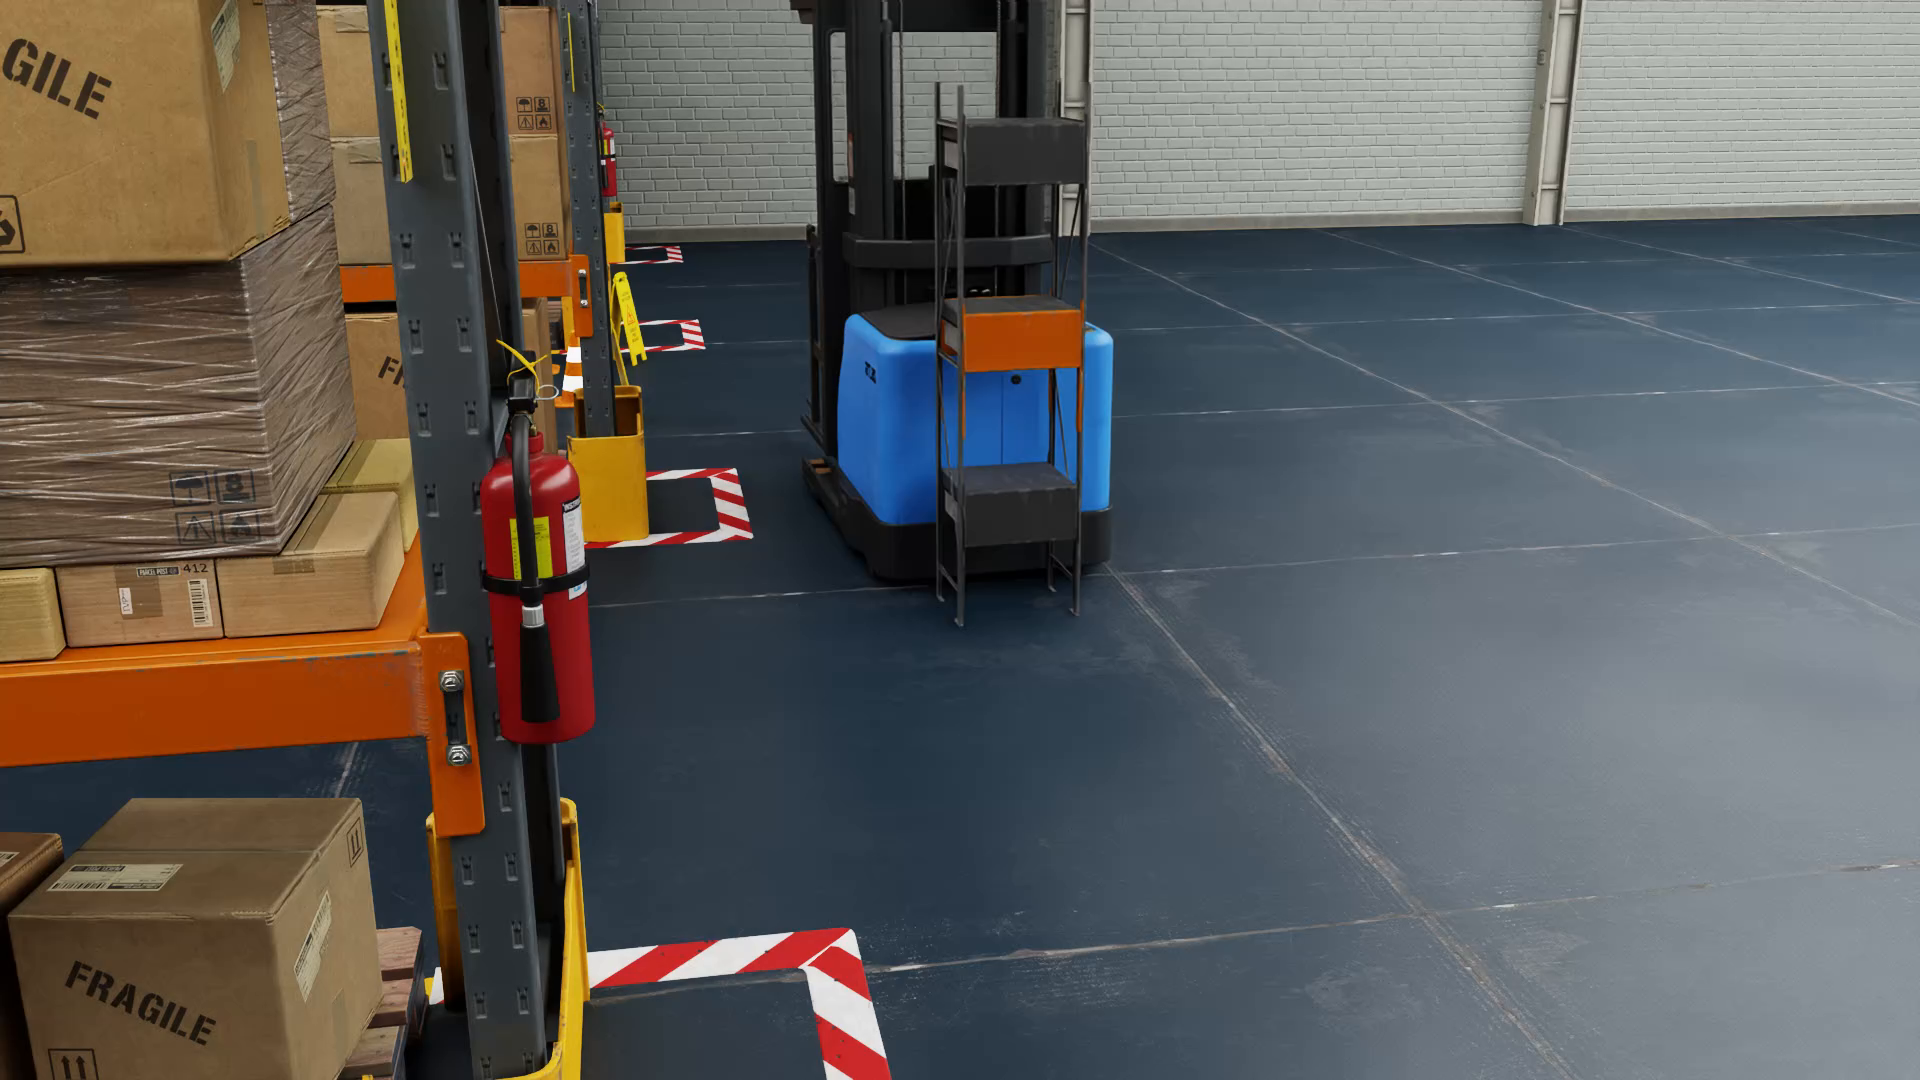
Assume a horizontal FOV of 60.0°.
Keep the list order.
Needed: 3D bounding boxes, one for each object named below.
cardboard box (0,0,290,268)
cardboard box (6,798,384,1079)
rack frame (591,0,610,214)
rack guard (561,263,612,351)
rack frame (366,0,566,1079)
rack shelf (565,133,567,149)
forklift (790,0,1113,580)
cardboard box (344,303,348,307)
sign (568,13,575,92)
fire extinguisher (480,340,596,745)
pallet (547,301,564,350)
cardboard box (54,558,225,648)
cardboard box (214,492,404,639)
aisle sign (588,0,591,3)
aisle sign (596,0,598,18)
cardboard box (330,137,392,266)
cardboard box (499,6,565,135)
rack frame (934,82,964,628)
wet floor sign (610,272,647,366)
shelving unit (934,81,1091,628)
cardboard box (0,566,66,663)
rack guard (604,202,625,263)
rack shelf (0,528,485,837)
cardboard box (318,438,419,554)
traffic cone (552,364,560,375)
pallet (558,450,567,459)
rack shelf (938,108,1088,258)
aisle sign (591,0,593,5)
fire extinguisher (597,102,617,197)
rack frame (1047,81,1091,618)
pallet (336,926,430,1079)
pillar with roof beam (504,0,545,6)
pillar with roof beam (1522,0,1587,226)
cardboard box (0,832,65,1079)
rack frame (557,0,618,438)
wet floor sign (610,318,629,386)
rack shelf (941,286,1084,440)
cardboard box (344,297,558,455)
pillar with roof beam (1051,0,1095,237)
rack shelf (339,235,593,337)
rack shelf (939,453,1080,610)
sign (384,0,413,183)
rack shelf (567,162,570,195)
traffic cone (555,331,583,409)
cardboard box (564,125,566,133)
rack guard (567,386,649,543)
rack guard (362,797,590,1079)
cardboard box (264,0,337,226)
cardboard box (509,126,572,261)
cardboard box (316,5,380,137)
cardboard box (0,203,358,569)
[{"bbox_3d":[-1.417,-0.724,2.679,0.500,0.500,0.500,-3,17,-10],"label":"cardboard box"},{"bbox_3d":[-1.540,0.867,3.424,0.500,0.500,0.500,0,17,0],"label":"cardboard box"},{"bbox_3d":[-3.749,-4.445,17.175,0.127,3.000,1.000,-3,17,-10],"label":"rack frame"},{"bbox_3d":[-2.878,-1.815,12.870,0.348,0.500,1.175,-3,17,-10],"label":"rack guard"},{"bbox_3d":[-0.924,-0.158,3.216,0.127,3.000,1.000,-3,17,-10],"label":"rack frame"},{"bbox_3d":[-5.713,-3.990,16.918,4.000,0.370,1.077,-3,17,-10],"label":"rack shelf"},{"bbox_3d":[-0.197,-1.627,8.115,1.130,2.935,3.031,-4,18,-14],"label":"forklift"},{"bbox_3d":[-3.282,-0.672,7.793,0.875,0.875,0.875,-4,17,-11],"label":"cardboard box"},{"bbox_3d":[-1.676,-2.103,7.173,0.005,0.325,0.100,-3,17,-10],"label":"sign"},{"bbox_3d":[-0.724,0.006,2.816,0.183,0.674,0.296,-3,17,-10],"label":"fire extinguisher"},{"bbox_3d":[-3.683,-1.642,12.799,1.213,0.211,1.003,-3,17,-10],"label":"pallet"},{"bbox_3d":[-1.410,0.052,2.963,0.250,0.149,0.380,-3,17,-10],"label":"cardboard box"},{"bbox_3d":[-1.165,0.038,3.007,0.250,0.149,0.380,-3,17,-10],"label":"cardboard box"},{"bbox_3d":[-1.639,-2.753,7.239,0.004,0.787,0.394,-3,17,-10],"label":"aisle sign"},{"bbox_3d":[-3.629,-5.607,16.530,0.004,0.787,0.394,-3,17,-10],"label":"aisle sign"},{"bbox_3d":[-2.657,-1.594,7.638,0.550,0.550,0.875,-3,17,-10],"label":"cardboard box"},{"bbox_3d":[-2.137,-2.171,7.678,0.550,0.550,0.875,-3,17,-10],"label":"cardboard box"},{"bbox_3d":[-0.043,-0.707,6.536,0.015,2.100,0.400,-4,18,-14],"label":"rack frame"},{"bbox_3d":[-2.414,-1.591,11.893,0.232,0.644,0.267,3,17,9],"label":"wet floor sign"},{"bbox_3d":[0.193,-0.725,6.594,0.503,2.100,0.431,-4,18,-14],"label":"shelving unit"},{"bbox_3d":[-1.646,0.080,2.869,0.250,0.149,0.380,-3,17,-10],"label":"cardboard box"},{"bbox_3d":[-3.726,-3.252,17.547,0.348,0.500,1.175,-3,17,-10],"label":"rack guard"},{"bbox_3d":[-2.888,0.298,2.959,4.000,0.370,1.077,-3,17,-10],"label":"rack shelf"},{"bbox_3d":[-1.249,-0.090,3.425,0.250,0.149,0.380,-3,17,-10],"label":"cardboard box"},{"bbox_3d":[-2.981,-1.406,11.601,0.334,0.463,0.336,-3,17,-10],"label":"traffic cone"},{"bbox_3d":[-2.536,-0.193,8.081,1.213,0.211,1.003,-3,17,-10],"label":"pallet"},{"bbox_3d":[0.193,-1.380,6.391,0.480,0.518,0.431,-4,18,-14],"label":"rack shelf"},{"bbox_3d":[-1.753,-2.926,7.802,0.004,0.787,0.394,-3,17,-10],"label":"aisle sign"},{"bbox_3d":[-2.604,-2.851,12.117,0.183,0.674,0.296,-3,17,-10],"label":"fire extinguisher"},{"bbox_3d":[0.430,-0.743,6.652,0.015,2.100,0.400,-4,18,-14],"label":"rack frame"},{"bbox_3d":[-1.803,1.215,3.497,1.213,0.211,1.003,-3,17,-10],"label":"pallet"},{"bbox_3d":[-3.787,-6.293,12.974,0.400,9.000,9.100,-3,17,-10],"label":"pillar with roof beam"},{"bbox_3d":[7.995,-6.961,15.150,0.400,9.000,9.100,-3,17,-10],"label":"pillar with roof beam"},{"bbox_3d":[-2.121,0.910,3.283,0.500,0.500,0.500,1,17,4],"label":"cardboard box"},{"bbox_3d":[-1.766,-1.593,7.890,0.127,3.000,1.000,-3,17,-10],"label":"rack frame"},{"bbox_3d":[-2.113,-1.040,10.099,0.232,0.644,0.267,-6,18,-20],"label":"wet floor sign"},{"bbox_3d":[0.193,-0.712,6.598,0.480,0.518,0.431,-4,18,-14],"label":"rack shelf"},{"bbox_3d":[-2.419,-0.721,7.955,0.875,0.875,0.875,-3,17,-10],"label":"cardboard box"},{"bbox_3d":[2.104,-6.627,14.062,0.400,9.000,9.100,-3,17,-10],"label":"pillar with roof beam"},{"bbox_3d":[-3.729,-1.138,7.633,4.000,0.370,1.077,-3,17,-10],"label":"rack shelf"},{"bbox_3d":[0.193,-0.043,6.804,0.480,0.518,0.431,-4,18,-14],"label":"rack shelf"},{"bbox_3d":[-0.838,-0.701,2.475,0.005,0.325,0.100,-3,17,-10],"label":"sign"},{"bbox_3d":[-4.768,-2.559,12.260,4.000,0.370,1.077,-3,17,-10],"label":"rack shelf"},{"bbox_3d":[-2.437,-1.105,10.621,0.334,0.463,0.336,-3,17,-10],"label":"traffic cone"},{"bbox_3d":[-4.182,-4.390,16.825,0.500,0.500,0.500,-4,17,-12],"label":"cardboard box"},{"bbox_3d":[-1.742,-0.399,8.261,0.348,0.500,1.175,-3,17,-10],"label":"rack guard"},{"bbox_3d":[-0.998,1.042,3.569,0.348,0.500,1.175,-3,17,-10],"label":"rack guard"},{"bbox_3d":[-1.516,-0.873,3.167,0.500,0.500,0.500,-3,17,-10],"label":"cardboard box"},{"bbox_3d":[-2.121,-1.631,7.758,0.550,0.550,0.875,-3,17,-10],"label":"cardboard box"},{"bbox_3d":[-2.660,-2.114,7.492,0.550,0.550,0.875,-3,17,-10],"label":"cardboard box"},{"bbox_3d":[-1.469,-0.325,3.084,0.500,0.500,0.875,-3,17,-10],"label":"cardboard box"}]
